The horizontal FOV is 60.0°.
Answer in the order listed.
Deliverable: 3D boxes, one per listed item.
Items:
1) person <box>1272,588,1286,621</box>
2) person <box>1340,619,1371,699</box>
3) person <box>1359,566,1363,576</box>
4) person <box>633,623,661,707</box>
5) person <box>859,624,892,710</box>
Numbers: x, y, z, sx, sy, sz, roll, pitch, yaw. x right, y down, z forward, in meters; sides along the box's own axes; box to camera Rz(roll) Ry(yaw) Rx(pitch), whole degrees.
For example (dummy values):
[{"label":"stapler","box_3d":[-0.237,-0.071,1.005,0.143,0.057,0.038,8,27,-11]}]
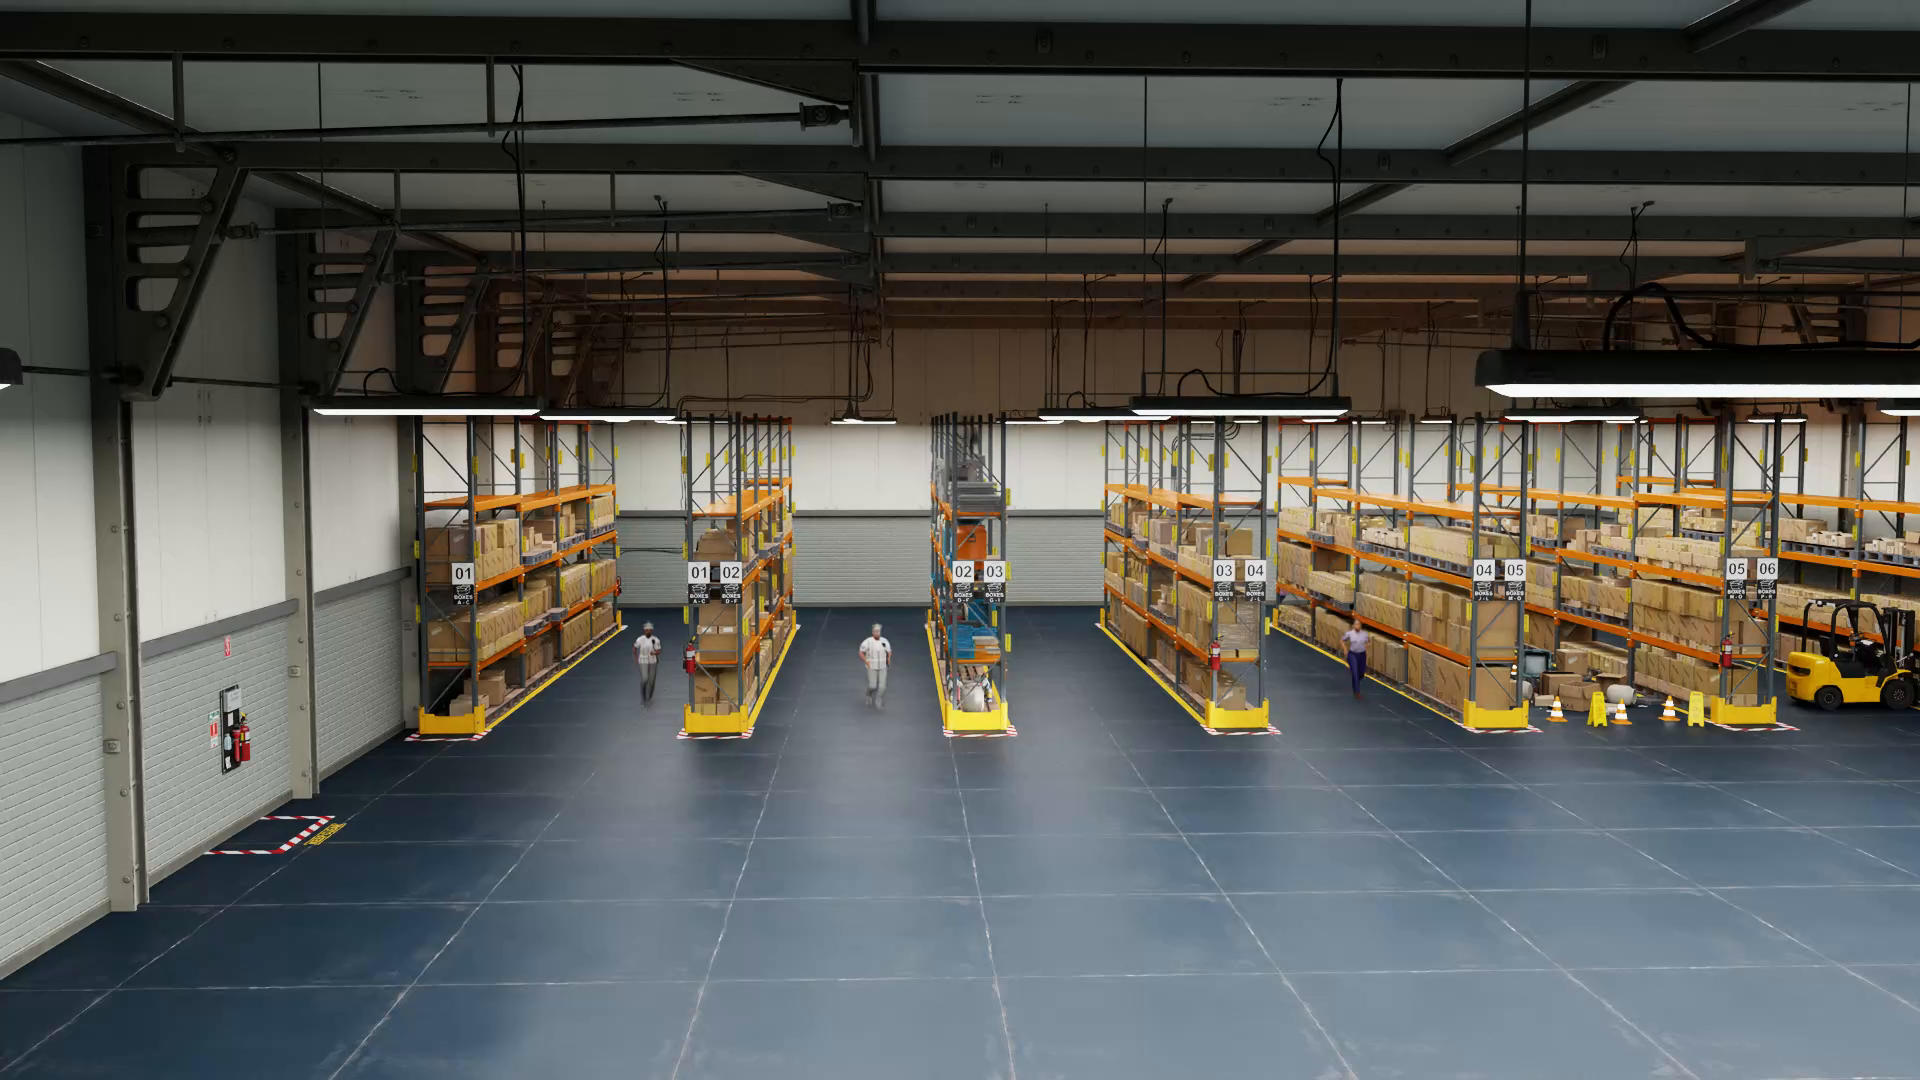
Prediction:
[{"label":"person","box_3d":[9.490,1.628,48.932,0.643,1.550,0.533,-1,4,-17]},{"label":"person","box_3d":[8.404,2.494,35.200,0.611,1.626,0.887,-1,4,-7]},{"label":"person","box_3d":[11.809,1.583,49.176,0.606,1.616,0.607,0,4,3]},{"label":"person","box_3d":[-6.402,2.565,34.111,0.542,1.726,0.713,-1,4,-18]},{"label":"person","box_3d":[-1.678,2.566,33.634,0.658,1.728,0.618,-1,4,-16]}]
